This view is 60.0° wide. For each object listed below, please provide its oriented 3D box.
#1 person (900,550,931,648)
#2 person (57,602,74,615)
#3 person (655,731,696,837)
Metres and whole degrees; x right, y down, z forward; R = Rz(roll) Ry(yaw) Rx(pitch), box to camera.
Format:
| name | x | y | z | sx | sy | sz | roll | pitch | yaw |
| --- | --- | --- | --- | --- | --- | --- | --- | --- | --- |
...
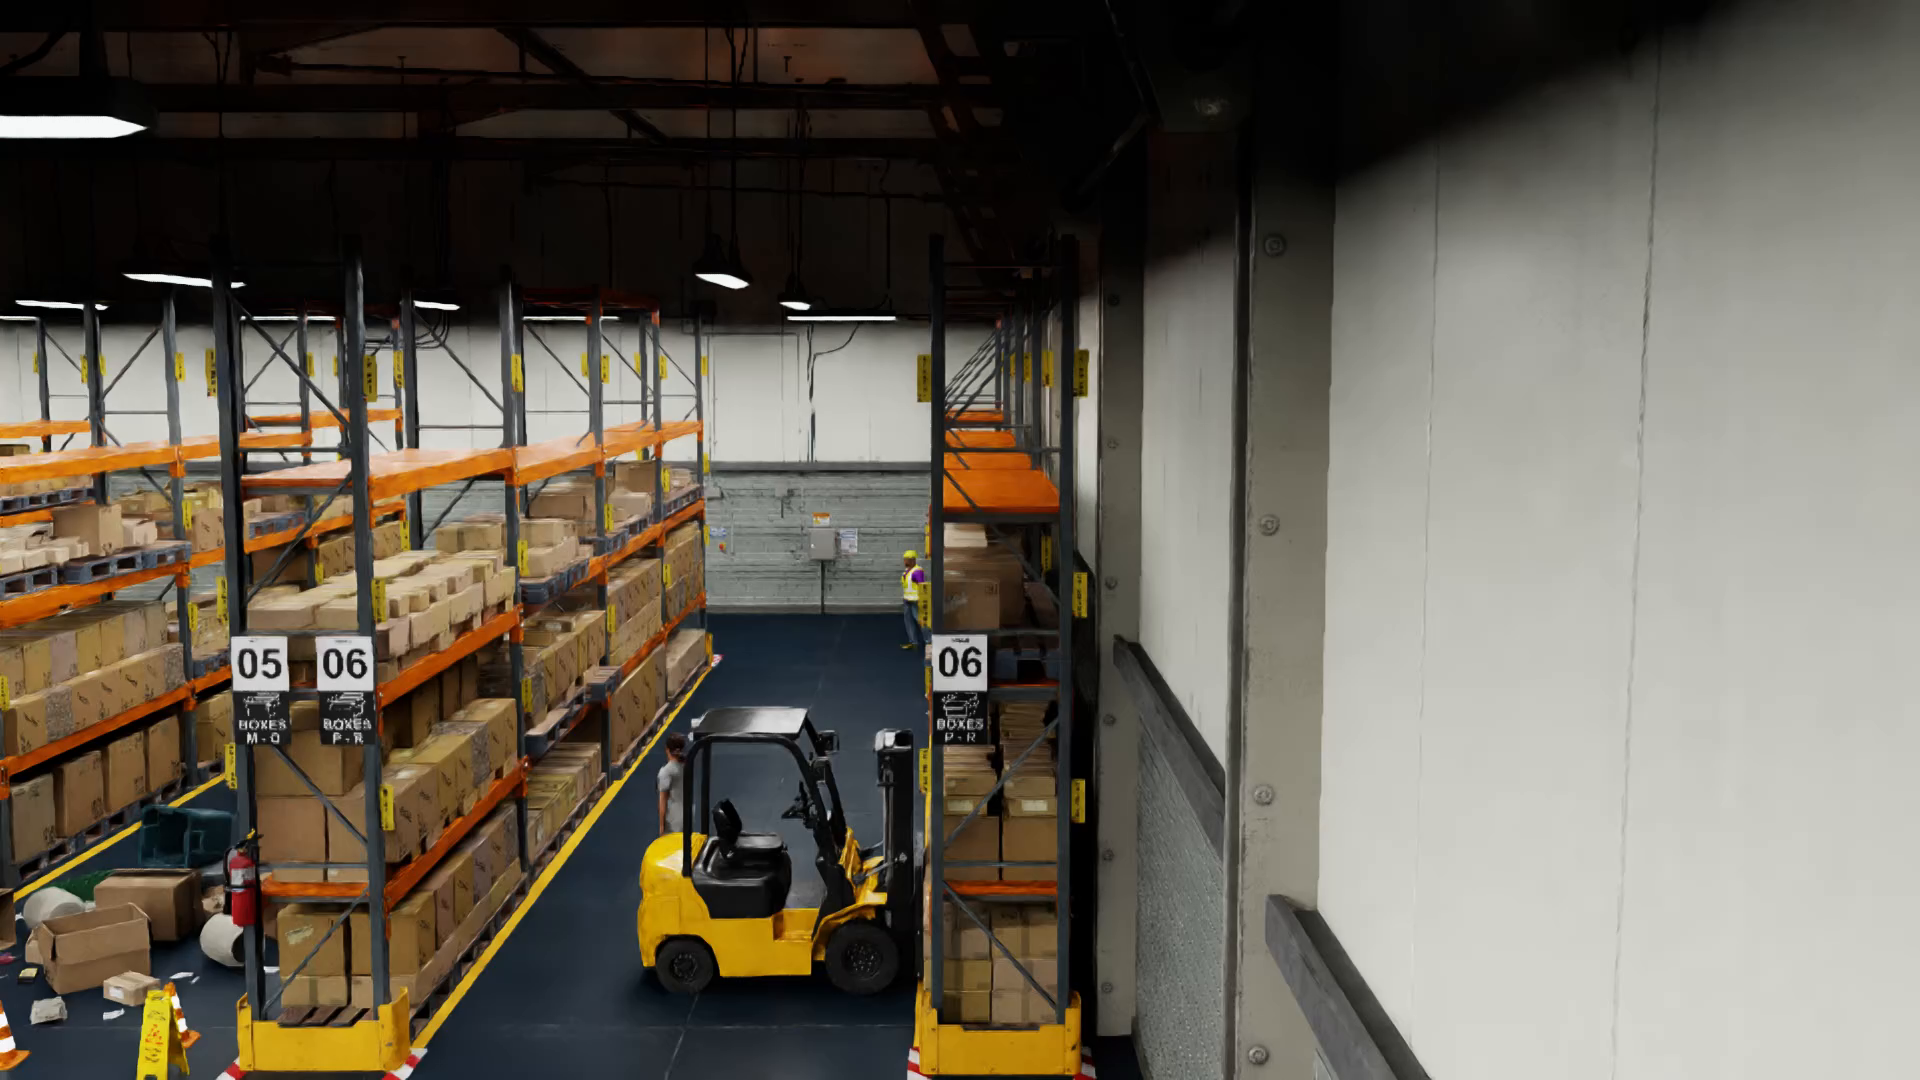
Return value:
| name | x | y | z | sx | sy | sz | roll | pitch | yaw |
| --- | --- | --- | --- | --- | --- | --- | --- | --- | --- |
| person | -0.778 | 1.047 | 29.496 | 0.540 | 1.759 | 0.659 | -3 | 7 | -27 |
| person | -13.105 | 1.616 | 24.528 | 0.408 | 1.680 | 0.534 | -4 | 7 | -31 |
| person | -2.693 | 2.626 | 15.543 | 0.477 | 1.643 | 0.487 | 4 | 7 | 29 |
